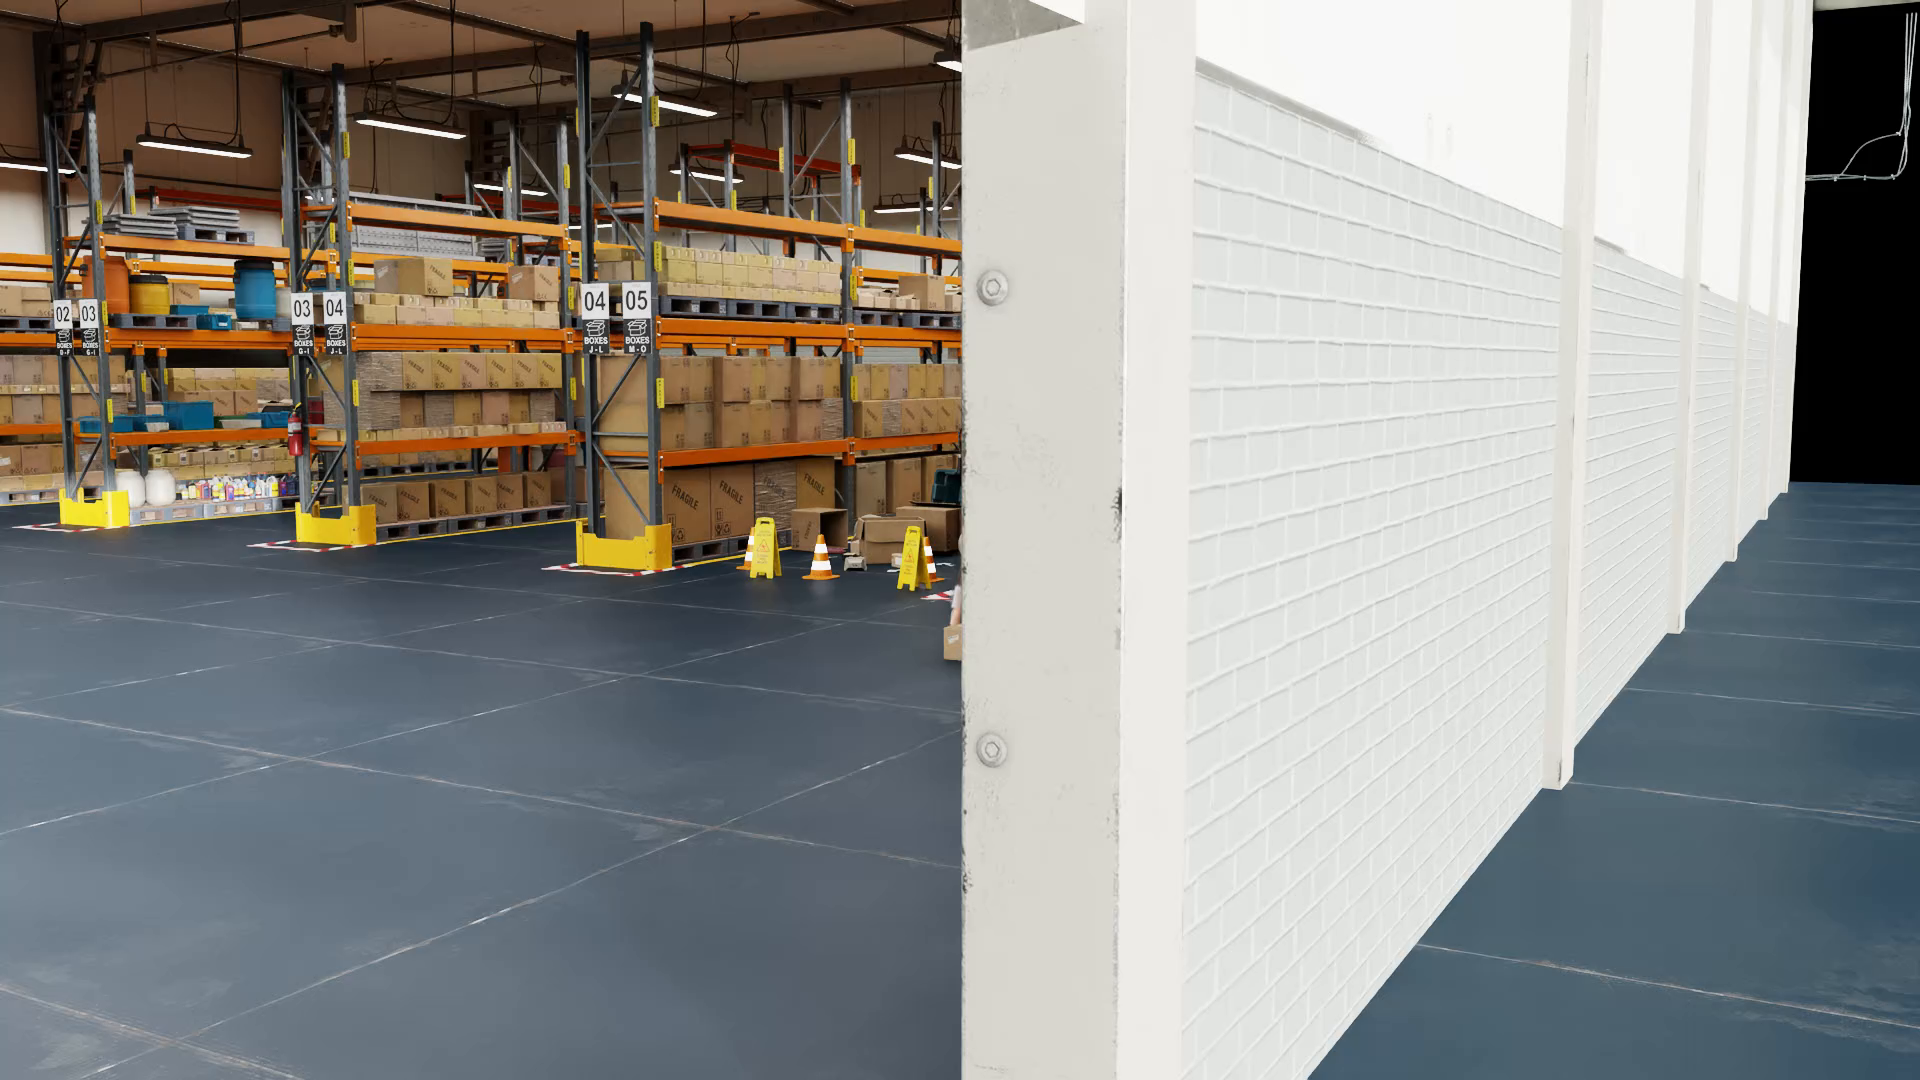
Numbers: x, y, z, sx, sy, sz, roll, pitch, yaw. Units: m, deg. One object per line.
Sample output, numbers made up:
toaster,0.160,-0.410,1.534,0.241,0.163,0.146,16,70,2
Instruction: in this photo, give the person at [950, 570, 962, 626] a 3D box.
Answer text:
person,0.182,0.557,13.255,0.458,0.810,0.839,3,7,28
